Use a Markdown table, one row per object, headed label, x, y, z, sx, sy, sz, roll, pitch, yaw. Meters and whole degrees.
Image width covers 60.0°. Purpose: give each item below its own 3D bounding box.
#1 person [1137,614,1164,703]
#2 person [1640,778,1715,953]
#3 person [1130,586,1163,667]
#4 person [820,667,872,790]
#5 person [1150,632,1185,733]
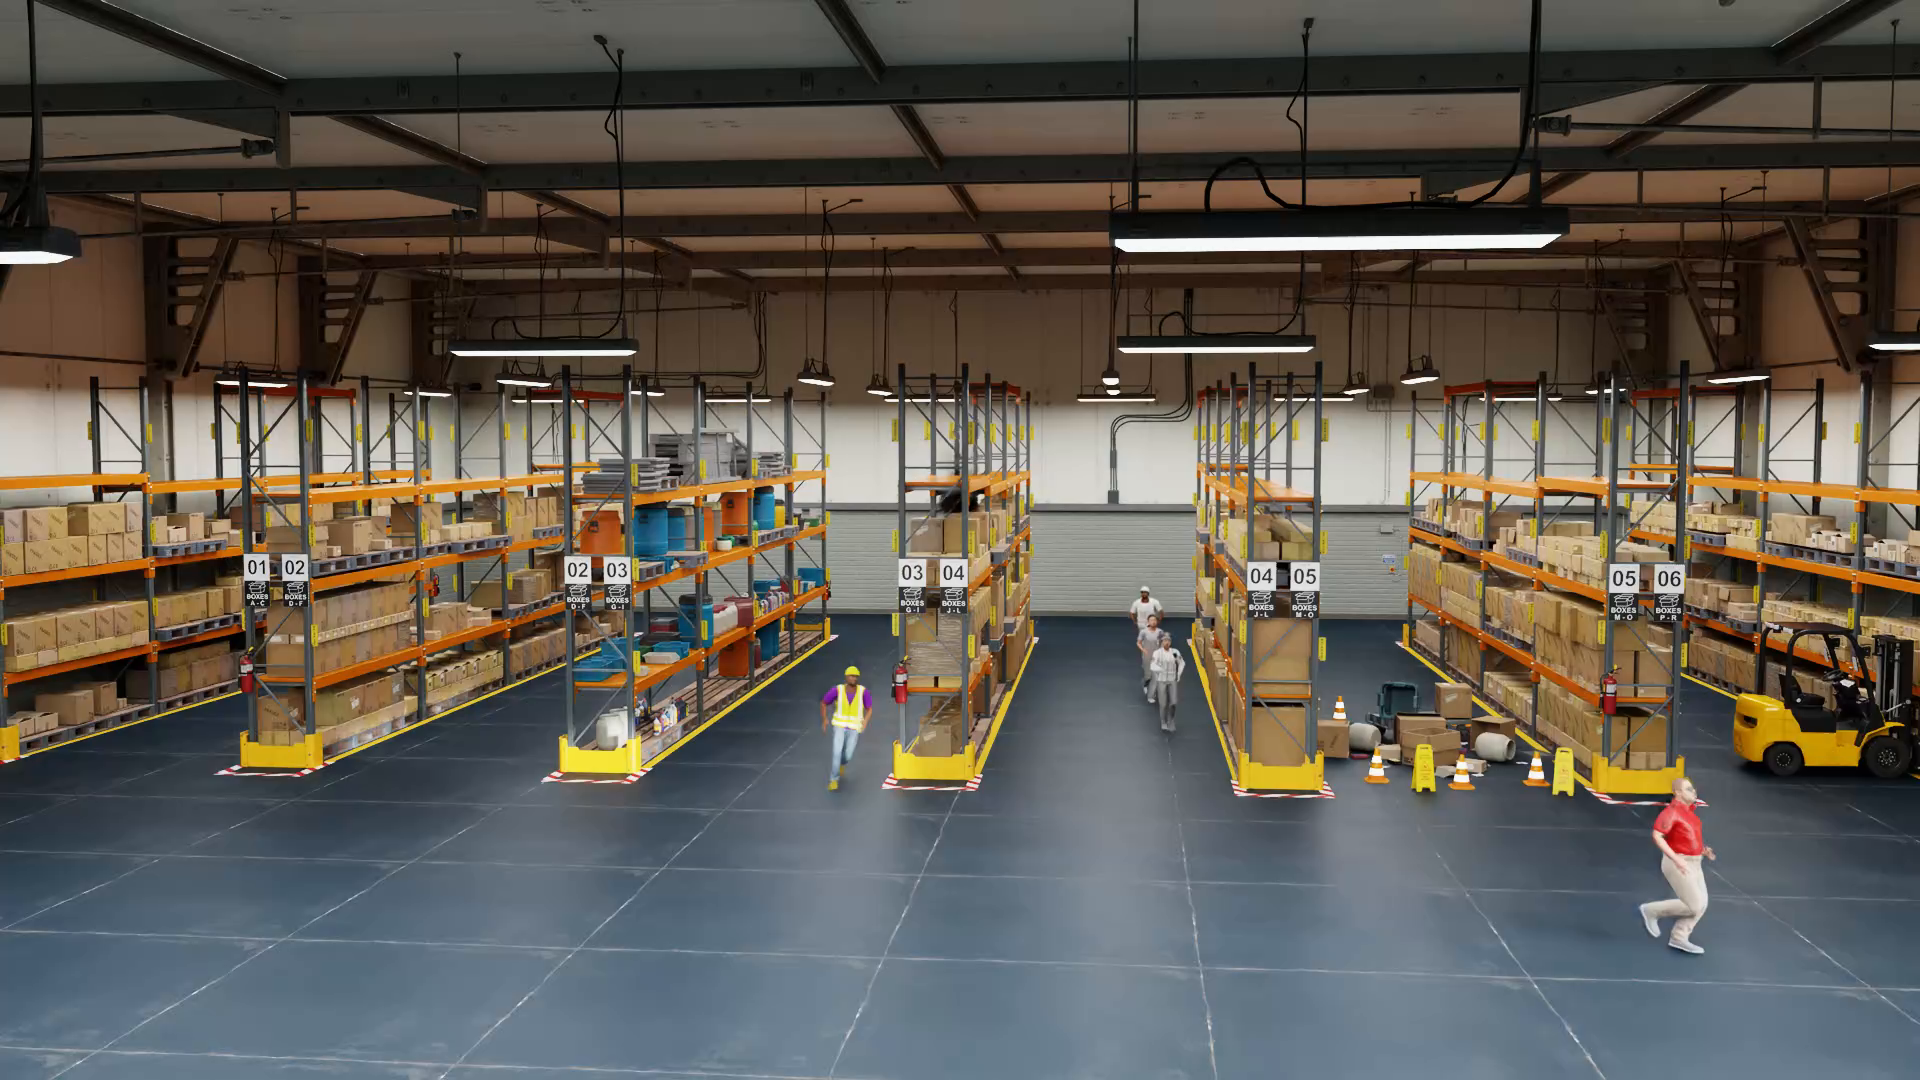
| label | x | y | z | sx | sy | sz | roll | pitch | yaw |
| --- | --- | --- | --- | --- | --- | --- | --- | --- | --- |
| person | 3.570 | 2.201 | 31.018 | 0.556 | 1.616 | 0.733 | 0 | 4 | -5 |
| person | 6.955 | 3.136 | 16.097 | 0.599 | 1.684 | 0.670 | 3 | 5 | 43 |
| person | 3.992 | 1.855 | 35.690 | 0.701 | 1.727 | 0.538 | 1 | 4 | 11 |
| person | -1.608 | 2.642 | 23.587 | 0.746 | 1.708 | 0.640 | -1 | 4 | -8 |
| person | 3.475 | 2.381 | 27.765 | 0.596 | 1.690 | 0.614 | 0 | 4 | 2 |
